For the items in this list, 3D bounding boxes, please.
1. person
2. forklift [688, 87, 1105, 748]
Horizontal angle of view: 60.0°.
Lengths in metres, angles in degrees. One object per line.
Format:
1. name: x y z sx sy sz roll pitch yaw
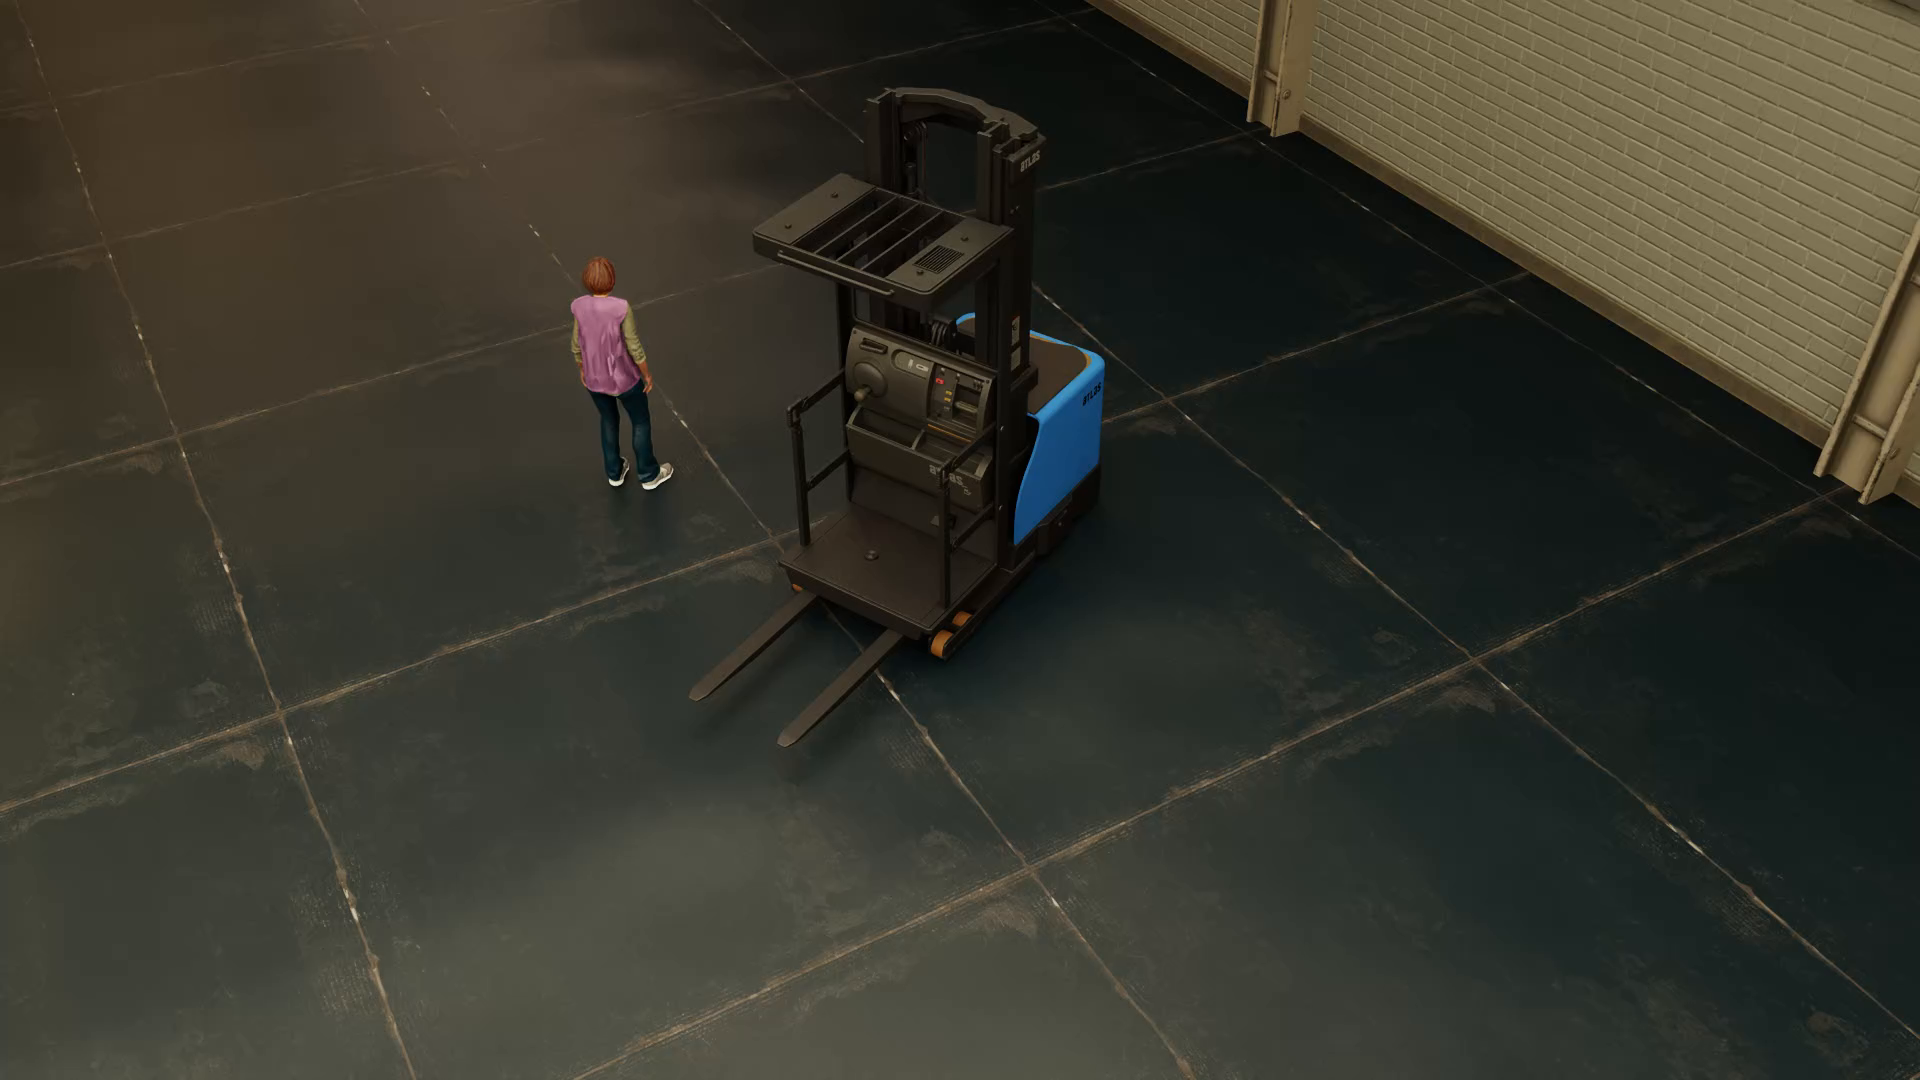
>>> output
1. person: -2.134 -1.001 10.300 0.487 1.582 0.343 8 40 9
2. forklift: -0.348 -0.796 8.995 1.130 2.935 3.031 23 45 25
